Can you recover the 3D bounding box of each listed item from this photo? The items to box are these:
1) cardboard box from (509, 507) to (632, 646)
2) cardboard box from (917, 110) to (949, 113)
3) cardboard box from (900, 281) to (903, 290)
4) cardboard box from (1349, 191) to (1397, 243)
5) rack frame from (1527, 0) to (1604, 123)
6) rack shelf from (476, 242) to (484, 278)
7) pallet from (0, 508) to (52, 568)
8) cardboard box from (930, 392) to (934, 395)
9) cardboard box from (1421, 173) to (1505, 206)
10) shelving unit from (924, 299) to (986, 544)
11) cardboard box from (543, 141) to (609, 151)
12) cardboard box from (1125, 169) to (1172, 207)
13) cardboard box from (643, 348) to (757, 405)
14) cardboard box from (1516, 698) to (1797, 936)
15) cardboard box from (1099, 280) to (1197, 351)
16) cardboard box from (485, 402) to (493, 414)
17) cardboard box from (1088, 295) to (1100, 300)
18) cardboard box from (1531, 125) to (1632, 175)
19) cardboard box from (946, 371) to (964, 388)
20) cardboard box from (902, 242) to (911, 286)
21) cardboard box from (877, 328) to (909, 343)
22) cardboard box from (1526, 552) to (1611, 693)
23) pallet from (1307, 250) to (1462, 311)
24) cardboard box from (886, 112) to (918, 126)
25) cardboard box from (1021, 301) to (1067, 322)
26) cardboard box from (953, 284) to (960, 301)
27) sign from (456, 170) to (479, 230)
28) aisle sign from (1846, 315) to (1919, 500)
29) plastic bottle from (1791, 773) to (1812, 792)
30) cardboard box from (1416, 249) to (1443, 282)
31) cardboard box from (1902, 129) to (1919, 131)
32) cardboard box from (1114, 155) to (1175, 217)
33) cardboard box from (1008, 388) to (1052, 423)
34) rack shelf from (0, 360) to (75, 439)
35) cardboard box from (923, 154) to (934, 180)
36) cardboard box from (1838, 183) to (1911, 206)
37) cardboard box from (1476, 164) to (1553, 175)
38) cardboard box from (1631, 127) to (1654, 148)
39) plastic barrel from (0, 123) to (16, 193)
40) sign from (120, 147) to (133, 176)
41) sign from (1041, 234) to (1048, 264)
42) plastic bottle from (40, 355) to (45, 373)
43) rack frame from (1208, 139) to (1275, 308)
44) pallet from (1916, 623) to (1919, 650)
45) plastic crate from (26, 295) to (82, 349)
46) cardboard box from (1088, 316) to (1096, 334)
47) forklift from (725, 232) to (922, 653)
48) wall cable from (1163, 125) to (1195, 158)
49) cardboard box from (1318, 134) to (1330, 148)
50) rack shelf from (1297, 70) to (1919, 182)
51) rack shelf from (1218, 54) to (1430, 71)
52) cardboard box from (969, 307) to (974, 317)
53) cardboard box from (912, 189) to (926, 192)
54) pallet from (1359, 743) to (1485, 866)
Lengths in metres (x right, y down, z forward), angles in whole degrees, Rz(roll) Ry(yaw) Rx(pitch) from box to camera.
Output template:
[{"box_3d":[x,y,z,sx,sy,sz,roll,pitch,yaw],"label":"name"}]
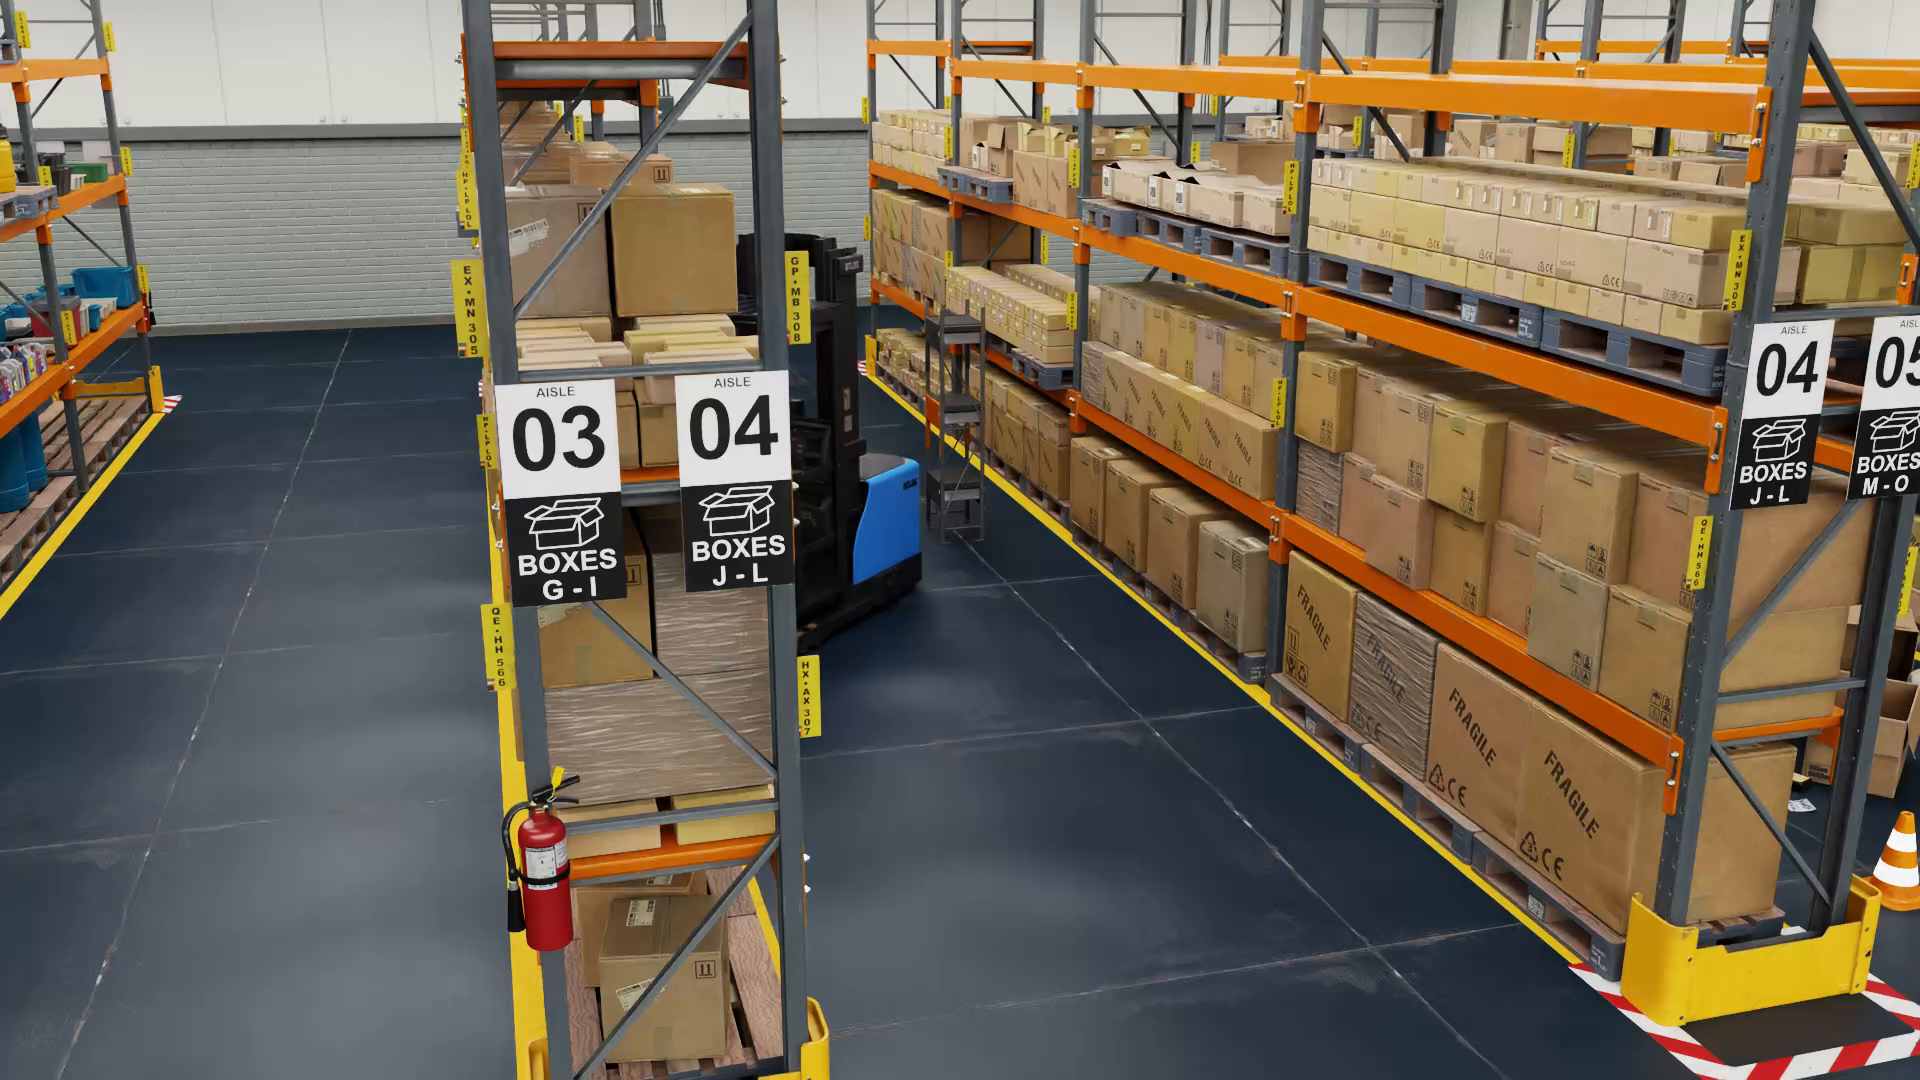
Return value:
[{"box_3d":[-1.630,0.109,6.947,0.500,0.500,0.500,-5,17,-15],"label":"cardboard box"},{"box_3d":[-0.331,-5.394,21.178,0.380,0.149,0.250,-4,17,-14],"label":"cardboard box"},{"box_3d":[-0.539,-3.222,20.901,0.380,0.149,0.250,-5,17,-16],"label":"cardboard box"},{"box_3d":[2.604,-1.881,9.627,0.500,0.250,0.500,-5,17,-16],"label":"cardboard box"},{"box_3d":[8.804,-7.427,24.036,1.000,3.000,0.127,-5,17,-15],"label":"rack frame"},{"box_3d":[-2.748,-1.703,11.444,1.077,0.370,4.000,-5,17,-15],"label":"rack shelf"},{"box_3d":[-8.648,0.011,14.548,1.003,0.211,1.213,-5,17,-15],"label":"pallet"},{"box_3d":[-0.161,-1.699,19.619,0.380,0.149,0.250,-5,18,-17],"label":"cardboard box"},{"box_3d":[2.723,-1.890,8.962,0.380,0.149,0.250,-5,17,-15],"label":"cardboard box"},{"box_3d":[-0.045,-1.051,14.802,0.431,2.100,0.503,-5,17,-15],"label":"shelving unit"},{"box_3d":[-2.926,-2.776,12.723,0.500,0.500,0.500,-4,17,-14],"label":"cardboard box"},{"box_3d":[1.625,-2.786,13.156,0.500,0.250,0.500,-4,17,-14],"label":"cardboard box"},{"box_3d":[-0.952,-0.602,6.095,0.380,0.149,0.250,-5,17,-16],"label":"cardboard box"},{"box_3d":[3.448,1.318,8.312,0.875,0.875,0.875,-5,17,-15],"label":"cardboard box"},{"box_3d":[1.613,-1.930,14.252,0.700,0.500,0.500,-5,17,-16],"label":"cardboard box"},{"box_3d":[-3.704,-0.788,15.323,1.225,0.875,0.875,-5,17,-15],"label":"cardboard box"},{"box_3d":[1.347,-2.253,15.911,0.380,0.149,0.250,-5,18,-18],"label":"cardboard box"},{"box_3d":[5.982,-3.727,16.023,0.797,0.503,0.637,-6,18,-19],"label":"cardboard box"},{"box_3d":[0.052,-1.833,19.033,0.380,0.149,0.250,-4,17,-14],"label":"cardboard box"},{"box_3d":[-0.401,-3.363,20.242,0.500,0.500,0.500,-5,17,-17],"label":"cardboard box"},{"box_3d":[-0.882,-2.690,21.886,0.380,0.149,0.250,-6,18,-18],"label":"cardboard box"},{"box_3d":[3.380,0.363,8.269,0.875,0.550,0.550,-5,17,-15],"label":"cardboard box"},{"box_3d":[2.814,-1.589,9.968,1.003,0.211,1.213,-5,17,-15],"label":"pallet"},{"box_3d":[-0.706,-5.209,20.563,0.380,0.149,0.250,-4,17,-14],"label":"cardboard box"},{"box_3d":[0.785,-2.136,15.520,0.380,0.149,0.250,-4,17,-14],"label":"cardboard box"},{"box_3d":[0.139,-2.641,17.721,0.380,0.149,0.250,-5,17,-16],"label":"cardboard box"},{"box_3d":[-2.731,-1.886,9.219,0.100,0.325,0.005,-5,17,-15],"label":"sign"},{"box_3d":[4.006,-0.565,7.099,0.394,0.787,0.004,-5,17,-15],"label":"aisle sign"},{"box_3d":[4.984,1.437,10.061,0.133,0.061,0.283,-12,20,-34],"label":"plastic bottle"},{"box_3d":[2.724,-1.508,9.076,0.380,0.149,0.250,-5,17,-15],"label":"cardboard box"},{"box_3d":[10.761,-4.509,18.585,0.380,0.149,0.250,-5,17,-16],"label":"cardboard box"},{"box_3d":[1.598,-3.192,14.977,0.500,0.500,0.500,-5,17,-15],"label":"cardboard box"},{"box_3d":[0.786,-1.341,16.513,0.500,0.250,0.500,-4,17,-14],"label":"cardboard box"},{"box_3d":[-8.609,-0.981,14.256,1.077,0.370,4.000,-5,17,-15],"label":"rack shelf"},{"box_3d":[-0.120,-4.253,18.944,0.500,0.250,0.500,-5,17,-15],"label":"cardboard box"},{"box_3d":[7.031,-2.557,12.568,0.500,0.250,0.500,-5,17,-16],"label":"cardboard box"},{"box_3d":[3.212,-2.085,9.611,0.380,0.149,0.250,-4,17,-14],"label":"cardboard box"},{"box_3d":[9.247,-5.354,22.092,0.500,0.250,0.500,-4,17,-14],"label":"cardboard box"},{"box_3d":[-8.713,-3.371,14.688,0.600,0.588,0.600,0,17,0],"label":"plastic barrel"},{"box_3d":[-9.734,-4.420,19.421,0.100,0.325,0.005,-5,17,-15],"label":"sign"},{"box_3d":[0.933,-3.234,18.493,0.100,0.325,0.005,-5,17,-15],"label":"sign"},{"box_3d":[-8.681,-1.671,15.645,0.097,0.201,0.097,0,17,0],"label":"plastic bottle"},{"box_3d":[4.033,-4.161,23.589,1.000,3.000,0.127,-5,17,-15],"label":"rack frame"},{"box_3d":[7.549,0.677,12.331,1.003,0.211,1.213,-5,17,-15],"label":"pallet"},{"box_3d":[-9.163,-2.205,16.864,0.402,0.464,0.583,-5,17,-15],"label":"plastic crate"},{"box_3d":[1.407,-2.050,15.752,0.380,0.149,0.250,-5,18,-17],"label":"cardboard box"},{"box_3d":[-1.472,-0.721,12.258,1.130,2.935,3.031,9,19,28],"label":"forklift"},{"box_3d":[3.821,-6.320,29.013,0.588,1.984,0.122,-5,17,-15],"label":"wall cable"},{"box_3d":[4.576,-4.844,20.183,0.380,0.149,0.250,-4,17,-14],"label":"cardboard box"},{"box_3d":[3.148,-2.206,8.599,1.077,0.370,4.000,-5,17,-15],"label":"rack shelf"},{"box_3d":[4.582,-5.945,21.046,1.077,0.370,4.000,-5,17,-15],"label":"rack shelf"},{"box_3d":[0.281,-2.355,17.285,0.380,0.149,0.250,-5,17,-15],"label":"cardboard box"},{"box_3d":[-0.334,-4.304,21.636,0.500,0.500,0.500,-5,17,-16],"label":"cardboard box"},{"box_3d":[3.071,1.468,9.698,1.003,0.211,1.213,-5,17,-15],"label":"pallet"}]
